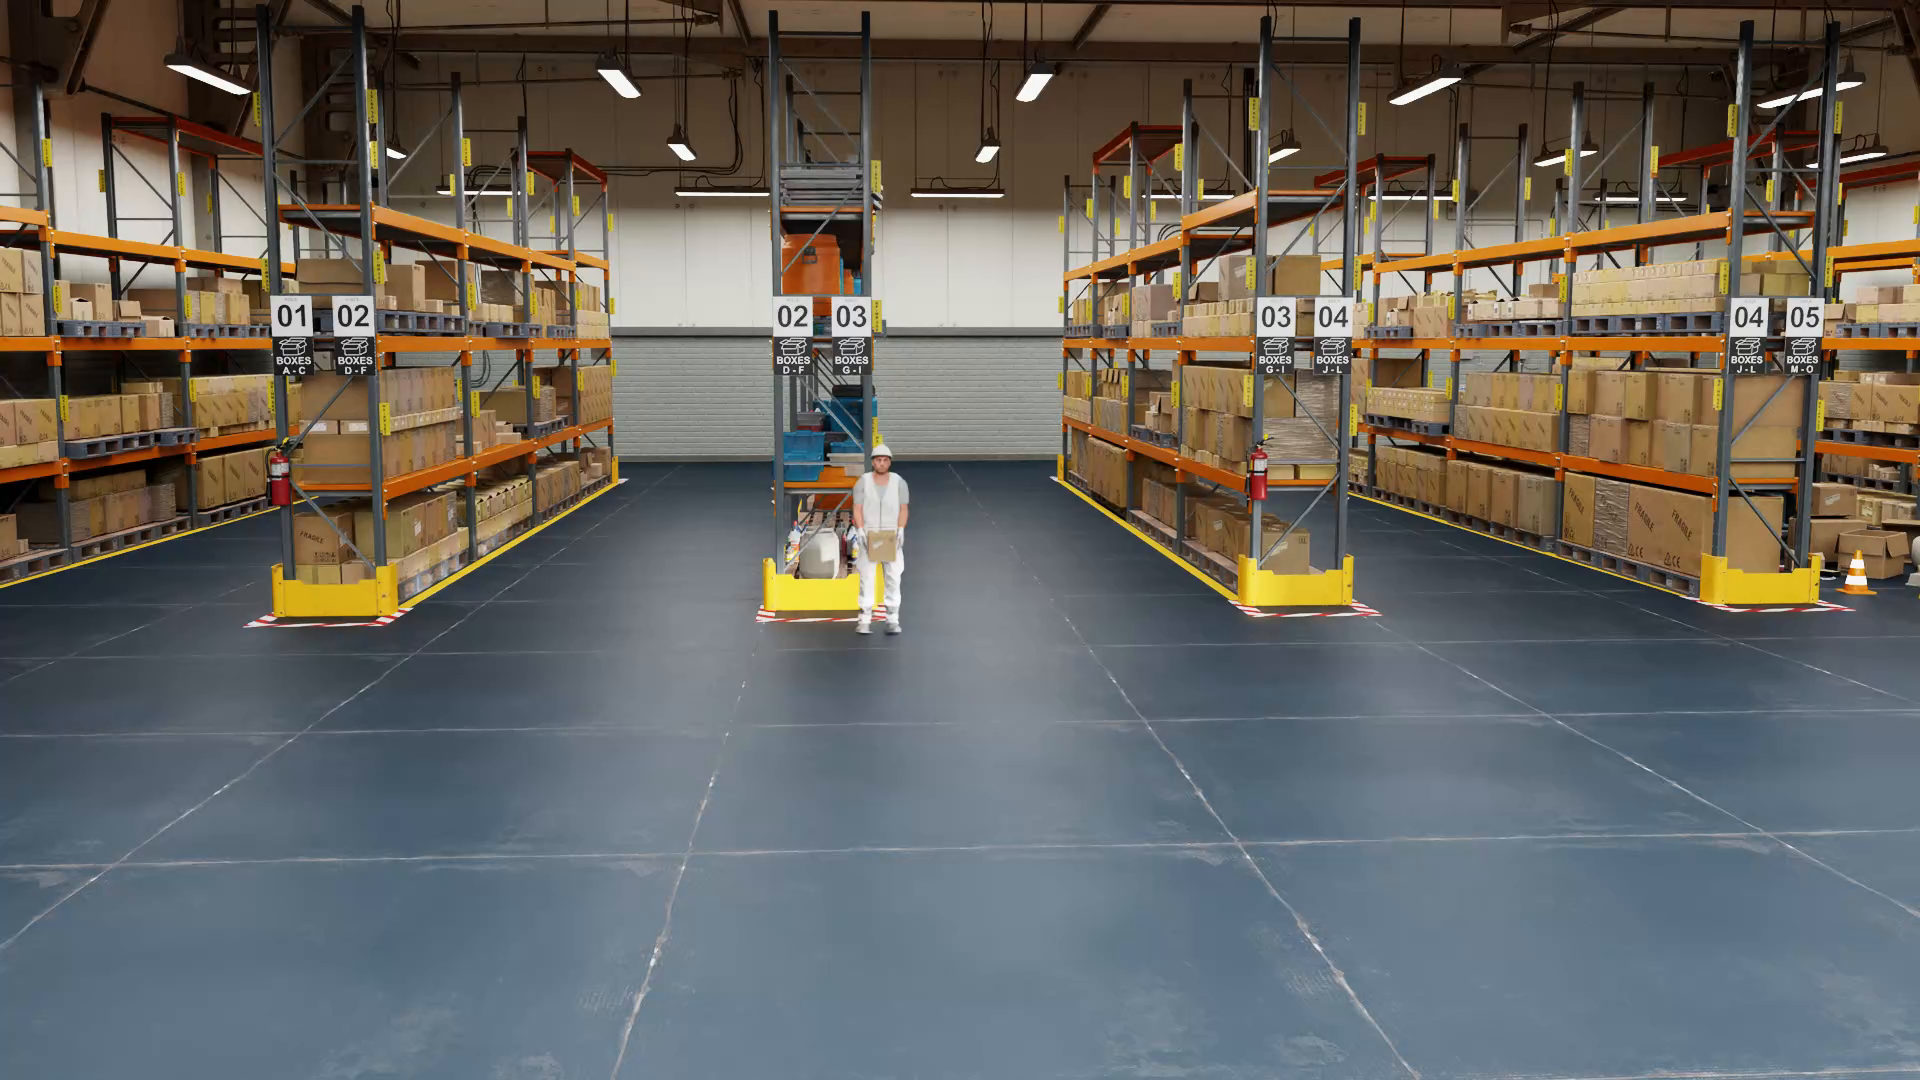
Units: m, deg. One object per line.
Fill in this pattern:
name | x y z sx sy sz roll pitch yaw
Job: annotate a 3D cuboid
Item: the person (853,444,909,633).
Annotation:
person | -0.742 -0.010 15.711 0.533 1.793 0.474 -1 7 -5
